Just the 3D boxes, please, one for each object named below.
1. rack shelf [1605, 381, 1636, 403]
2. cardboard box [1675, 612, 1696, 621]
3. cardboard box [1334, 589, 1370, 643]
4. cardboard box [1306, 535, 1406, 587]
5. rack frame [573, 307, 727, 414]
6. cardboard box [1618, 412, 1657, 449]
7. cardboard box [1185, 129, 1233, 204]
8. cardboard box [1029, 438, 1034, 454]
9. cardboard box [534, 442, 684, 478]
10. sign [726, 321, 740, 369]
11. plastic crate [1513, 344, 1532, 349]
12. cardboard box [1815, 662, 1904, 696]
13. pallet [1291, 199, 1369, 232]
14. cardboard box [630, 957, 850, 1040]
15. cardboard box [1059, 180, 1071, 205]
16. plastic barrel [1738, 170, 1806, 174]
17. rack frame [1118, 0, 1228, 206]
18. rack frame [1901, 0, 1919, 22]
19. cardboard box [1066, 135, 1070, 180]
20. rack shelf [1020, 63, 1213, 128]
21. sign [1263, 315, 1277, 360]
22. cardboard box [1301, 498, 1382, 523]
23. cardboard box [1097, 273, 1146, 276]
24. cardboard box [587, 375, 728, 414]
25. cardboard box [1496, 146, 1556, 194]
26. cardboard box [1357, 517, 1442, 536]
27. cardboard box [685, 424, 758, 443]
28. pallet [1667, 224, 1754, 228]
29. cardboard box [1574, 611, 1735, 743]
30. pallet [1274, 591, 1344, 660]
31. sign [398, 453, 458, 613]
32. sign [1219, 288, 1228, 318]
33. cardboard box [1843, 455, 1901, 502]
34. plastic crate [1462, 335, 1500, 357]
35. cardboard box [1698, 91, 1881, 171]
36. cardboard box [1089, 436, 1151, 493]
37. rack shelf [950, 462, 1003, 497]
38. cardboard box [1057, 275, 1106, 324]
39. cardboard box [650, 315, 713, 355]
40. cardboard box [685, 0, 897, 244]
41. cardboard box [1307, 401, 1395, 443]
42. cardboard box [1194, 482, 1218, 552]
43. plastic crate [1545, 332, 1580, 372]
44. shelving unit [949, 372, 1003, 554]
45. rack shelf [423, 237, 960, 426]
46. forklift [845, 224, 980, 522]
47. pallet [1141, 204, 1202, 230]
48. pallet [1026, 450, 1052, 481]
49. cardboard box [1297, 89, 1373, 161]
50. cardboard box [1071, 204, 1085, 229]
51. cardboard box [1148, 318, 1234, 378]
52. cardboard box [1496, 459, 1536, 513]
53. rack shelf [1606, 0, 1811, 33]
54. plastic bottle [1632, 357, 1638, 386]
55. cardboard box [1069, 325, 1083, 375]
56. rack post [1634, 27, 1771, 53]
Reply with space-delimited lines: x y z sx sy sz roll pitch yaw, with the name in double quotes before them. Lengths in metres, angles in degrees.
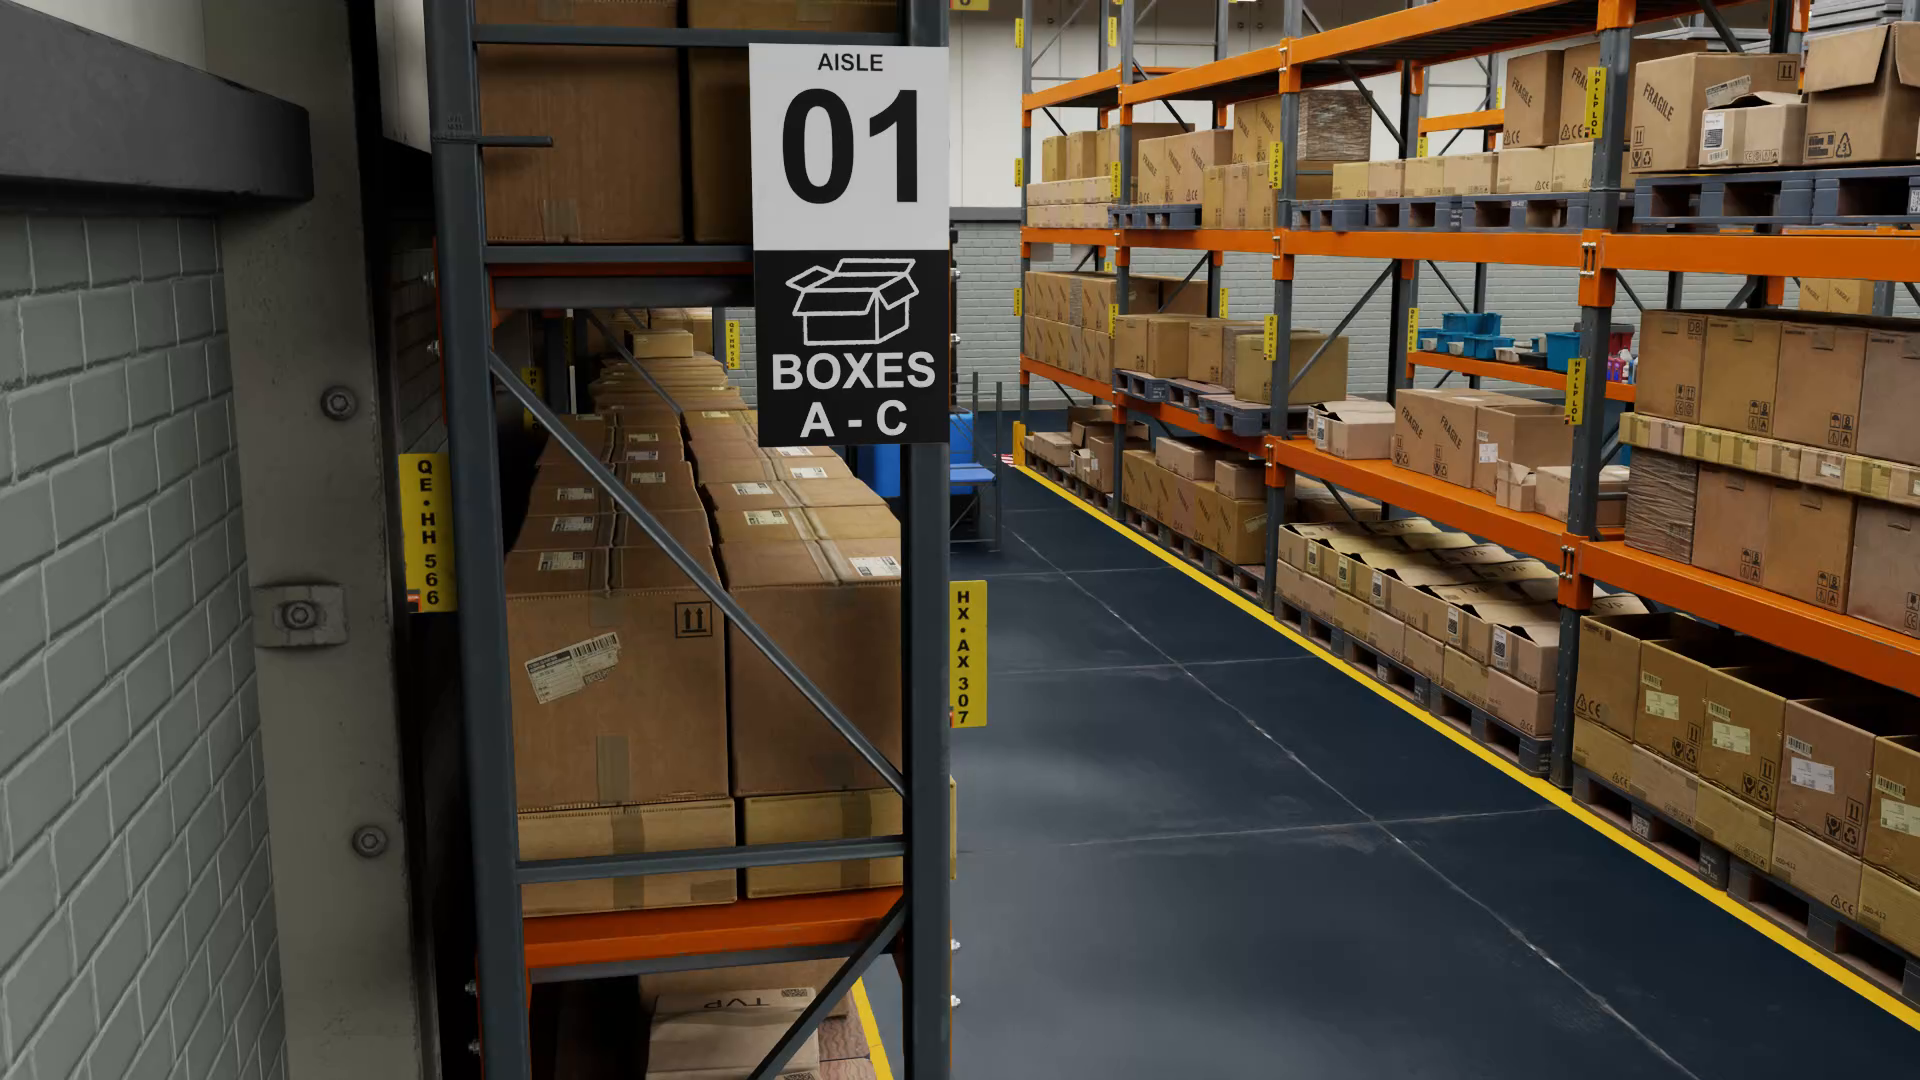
"rack shelf" 7.250 -1.147 15.178 1.077 0.370 4.000 -2 11 -11
"cardboard box" 3.721 0.564 8.998 0.500 0.311 0.500 -2 11 -11
"cardboard box" 2.799 0.484 10.914 0.500 0.250 0.500 -2 11 -13
"cardboard box" 2.703 0.118 11.341 0.500 0.311 0.500 -2 11 -12
"rack frame" -2.079 -0.773 11.291 1.000 3.000 0.127 -2 11 -11
"cardboard box" 3.419 -0.532 8.021 0.380 0.149 0.250 -2 11 -11
"cardboard box" 2.289 -3.126 13.973 0.600 0.600 0.600 -3 11 -13
"cardboard box" 1.016 -1.111 19.464 0.380 0.166 0.250 -2 11 -11
"cardboard box" -1.226 -0.064 5.905 0.500 0.500 0.500 -2 11 -9
"sign" -1.549 -1.325 11.303 0.100 0.325 0.005 -2 11 -11
"plastic crate" 6.615 -2.200 19.333 0.298 0.136 0.250 -2 11 -11
"cardboard box" 4.048 0.816 7.164 0.500 0.500 0.500 -2 11 -11
"pallet" 2.999 -2.214 11.341 1.213 0.211 1.003 -2 11 -8
"cardboard box" -0.774 1.335 5.724 0.700 0.500 0.500 -3 11 -15
"cardboard box" 1.355 -3.688 17.646 0.500 0.250 0.500 -2 11 -11
"plastic barrel" 7.343 -3.486 15.056 0.600 0.901 0.708 -2 11 -11
"rack frame" 2.001 -4.635 15.535 1.000 3.000 0.127 -2 11 -11
"rack frame" 7.639 -4.081 12.623 1.000 3.000 0.127 -2 11 -11
"cardboard box" 1.556 -4.159 18.115 0.700 0.500 0.500 -2 11 -11
"rack shelf" 1.612 -4.647 17.529 1.077 0.370 4.000 -2 11 -11
"sign" 2.249 -1.463 12.027 0.100 0.325 0.005 -2 11 -11
"cardboard box" 2.971 -0.036 12.927 0.500 0.500 0.500 -2 11 -9
"cardboard box" 1.784 -2.703 18.485 0.500 0.500 0.500 -2 11 -9
"cardboard box" -1.627 -0.622 9.051 0.700 0.500 0.500 -1 11 -3
"cardboard box" 3.337 -2.041 9.205 0.500 0.250 0.500 -3 11 -17
"cardboard box" 3.122 0.002 11.949 0.500 0.311 0.500 -2 11 -10
"cardboard box" -0.803 -0.178 6.502 0.500 0.500 0.500 -2 11 -11
"pallet" 7.109 -3.108 16.039 1.213 0.211 1.003 -2 11 -11
"cardboard box" 3.340 0.652 8.028 0.500 0.500 0.500 -2 11 -11
"pallet" 2.901 0.568 11.701 1.003 0.211 1.213 -2 11 -11
"sign" -1.072 -0.014 3.358 0.100 0.325 0.005 -2 11 -11
"sign" 2.545 -2.277 16.097 0.100 0.325 0.005 -2 11 -11
"cardboard box" 3.724 -0.248 6.529 0.380 0.149 0.250 -2 11 -11
"plastic crate" 6.064 -2.249 19.333 0.416 0.233 0.300 -2 11 -11
"cardboard box" 3.501 -1.724 7.006 0.500 0.311 0.500 -3 11 -14
"cardboard box" 1.612 -0.770 16.783 0.500 0.500 0.500 -2 11 -11
"rack shelf" 0.017 -0.544 15.061 0.538 0.185 1.000 -2 11 -11
"cardboard box" 1.352 -2.590 17.894 0.500 0.500 0.500 -2 11 -12
"cardboard box" -1.920 -1.445 11.696 0.500 0.250 0.500 -2 11 -10
"cardboard box" -0.343 -0.909 3.661 0.500 0.500 0.500 -2 11 -10
"cardboard box" 2.807 -0.842 11.891 0.500 0.311 0.500 -1 11 -7
"cardboard box" 2.267 -0.200 13.789 0.500 0.500 0.500 -3 11 -13
"plastic crate" 6.435 -1.962 17.419 0.392 0.384 0.575 -2 11 -11
"shelving unit" 0.017 -0.721 15.028 0.538 1.500 1.048 -2 11 -11
"rack shelf" -0.912 -0.793 5.296 1.077 0.370 4.000 -2 11 -11
"forklift" -0.630 -1.828 17.014 1.130 2.935 3.031 -2 11 -13
"pallet" 2.264 -2.757 14.192 1.213 0.211 1.003 -2 11 -11
"pallet" 1.394 -0.891 19.369 1.003 0.211 1.213 -2 11 -11
"cardboard box" 2.700 -3.048 12.279 0.500 0.500 0.500 -2 11 -11
"cardboard box" 1.453 -3.351 17.211 0.500 0.250 0.500 -2 11 -11
"cardboard box" 2.070 -1.724 14.897 0.700 0.500 0.500 0 11 -2
"cardboard box" 3.206 -0.309 9.211 0.396 0.266 0.258 -2 11 -12
"rack shelf" 3.946 -2.251 6.003 1.077 0.370 4.000 -2 11 -11
"plastic bottle" 6.648 -1.641 16.179 0.152 0.276 0.135 -2 11 -11
"cardboard box" 1.448 -2.008 17.510 0.500 0.500 0.500 -2 11 -10
"rack post" 6.994 -4.622 15.667 0.937 0.300 0.954 -2 11 -12
